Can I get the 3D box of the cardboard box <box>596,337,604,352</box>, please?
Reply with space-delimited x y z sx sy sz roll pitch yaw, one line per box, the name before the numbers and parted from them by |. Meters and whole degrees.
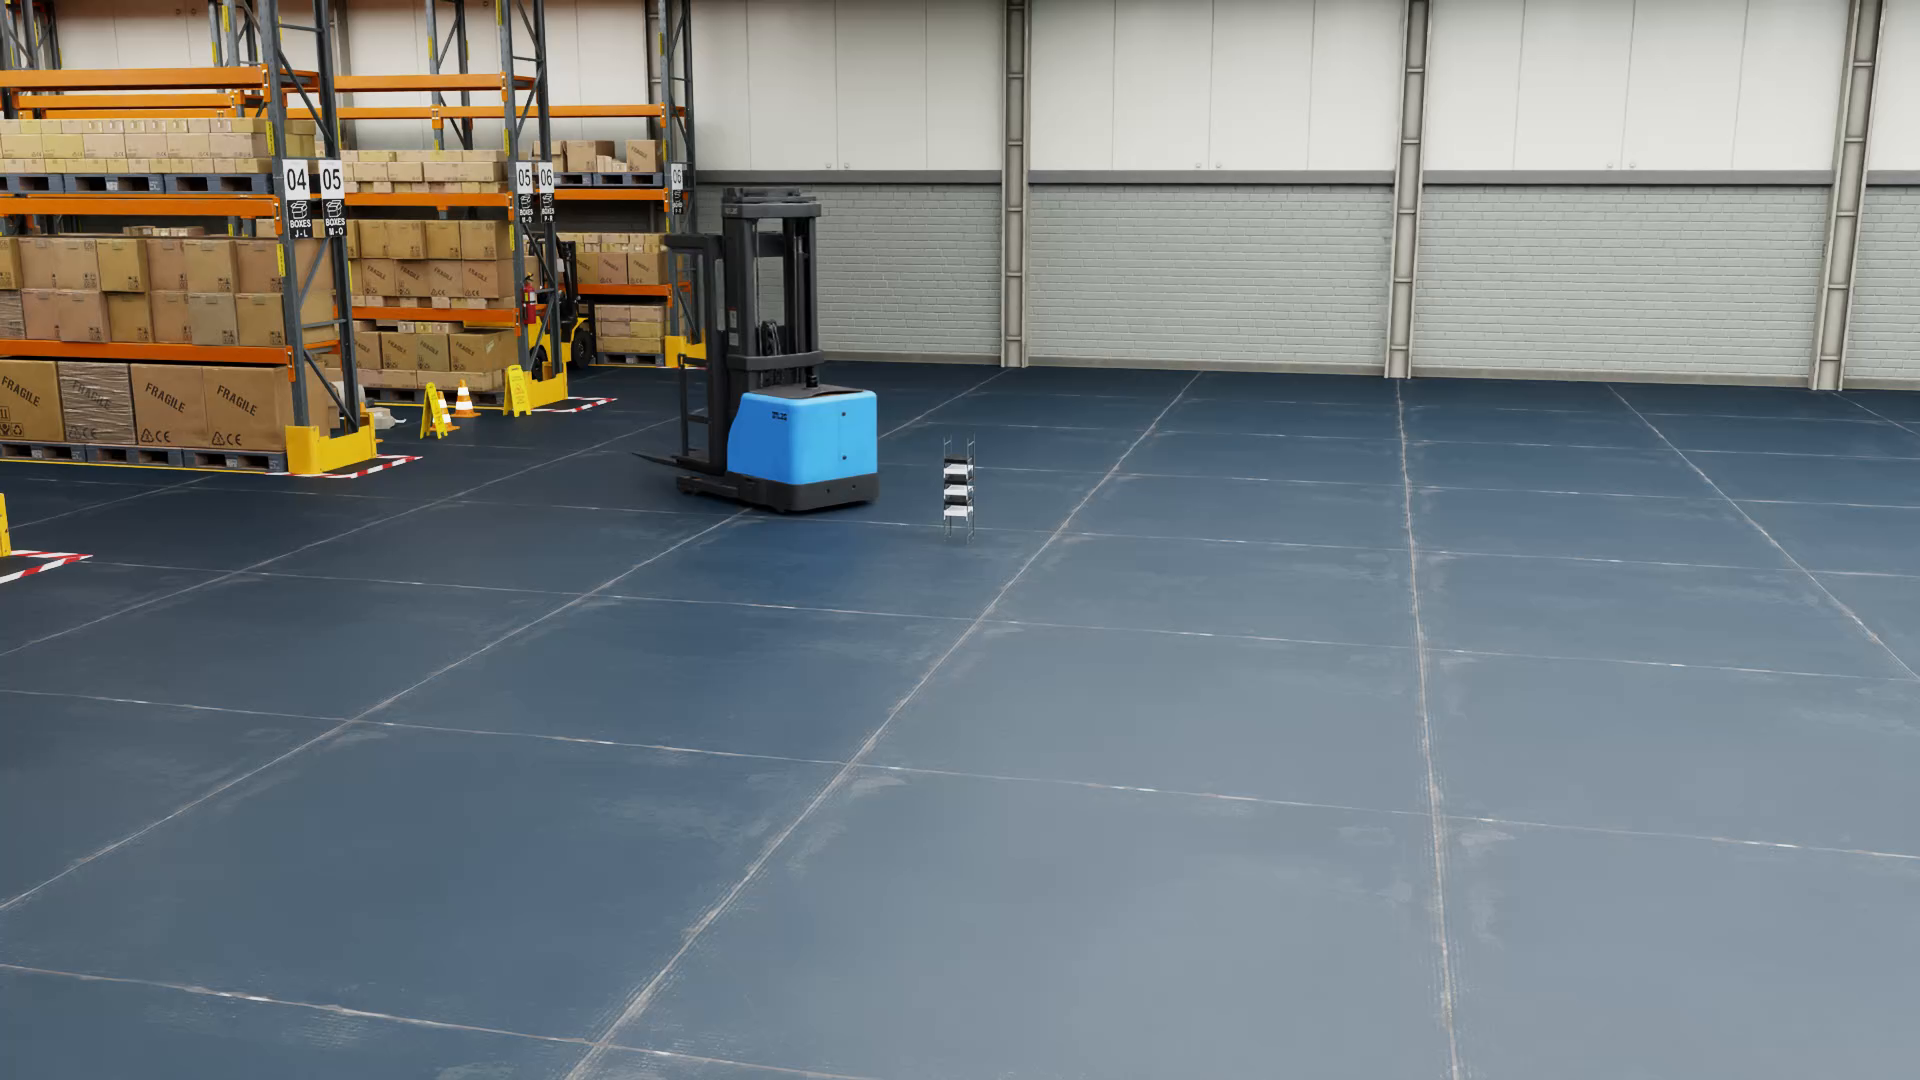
cardboard box | -5.975 -3.240 27.292 0.500 0.250 0.500 3 13 14

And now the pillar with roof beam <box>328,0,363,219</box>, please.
pillar with roof beam | -11.796 -6.925 24.668 0.400 9.000 9.100 3 13 14

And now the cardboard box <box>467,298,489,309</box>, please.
cardboard box | -6.352 -3.162 22.138 0.250 0.149 0.380 3 13 13

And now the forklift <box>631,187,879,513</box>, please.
forklift | -2.142 -1.933 16.178 1.130 2.935 3.031 -12 17 -42

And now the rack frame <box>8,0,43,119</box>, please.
rack frame | -13.432 -6.664 23.494 0.127 3.000 1.000 3 13 14

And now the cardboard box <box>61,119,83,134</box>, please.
cardboard box | -9.128 -4.310 17.349 0.250 0.149 0.380 3 13 13

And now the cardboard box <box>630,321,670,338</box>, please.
cardboard box | -5.027 -3.430 26.994 0.500 0.250 0.500 3 13 13

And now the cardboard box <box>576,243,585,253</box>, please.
cardboard box | -6.134 -4.750 26.989 0.250 0.149 0.380 3 13 14

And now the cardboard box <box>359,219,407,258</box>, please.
cardboard box | -7.674 -4.070 22.429 0.500 0.500 0.700 3 13 13

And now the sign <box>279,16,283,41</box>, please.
sign | -9.400 -7.064 22.959 0.005 0.325 0.100 3 13 14

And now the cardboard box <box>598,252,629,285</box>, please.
cardboard box | -5.521 -4.412 26.964 0.500 0.500 0.500 3 13 15

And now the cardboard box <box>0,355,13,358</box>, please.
cardboard box | -14.083 -2.956 24.569 0.875 0.875 0.875 3 13 13

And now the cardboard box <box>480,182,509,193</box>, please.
cardboard box | -6.078 -4.621 21.793 0.250 0.149 0.380 3 13 14

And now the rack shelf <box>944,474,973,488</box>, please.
rack shelf | -0.008 -0.495 14.126 0.200 0.077 0.258 3 13 14

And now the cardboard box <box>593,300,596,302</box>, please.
cardboard box | -6.365 -3.861 27.781 0.500 0.250 0.500 3 13 12

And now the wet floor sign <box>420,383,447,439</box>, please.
wet floor sign | -6.250 -1.539 19.682 0.232 0.644 0.267 1 13 4

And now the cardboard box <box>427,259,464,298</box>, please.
cardboard box | -6.743 -3.511 22.217 0.500 0.500 0.500 3 13 14

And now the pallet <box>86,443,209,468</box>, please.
pallet | -8.729 -1.001 18.259 1.213 0.211 1.003 3 13 14

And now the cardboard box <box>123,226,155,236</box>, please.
cardboard box | -11.776 -4.425 23.870 0.250 0.149 0.380 2 13 11

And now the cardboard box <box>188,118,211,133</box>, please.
cardboard box | -7.652 -4.231 16.994 0.250 0.149 0.380 3 13 14

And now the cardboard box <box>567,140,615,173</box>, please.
cardboard box | -5.938 -6.177 26.793 0.500 0.500 0.700 3 13 14

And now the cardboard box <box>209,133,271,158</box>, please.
cardboard box | -7.295 -4.031 17.010 0.500 0.250 0.500 3 13 14

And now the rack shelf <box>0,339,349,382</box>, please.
rack shelf | -8.694 -2.026 18.103 4.000 0.370 1.077 3 13 14

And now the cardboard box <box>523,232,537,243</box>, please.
cardboard box | -7.115 -4.955 27.225 0.250 0.149 0.380 3 13 13

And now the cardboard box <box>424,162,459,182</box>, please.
cardboard box | -6.711 -4.855 21.927 0.500 0.250 0.500 3 13 13

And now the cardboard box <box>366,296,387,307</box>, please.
cardboard box | -7.828 -3.246 22.517 0.250 0.149 0.380 3 13 13

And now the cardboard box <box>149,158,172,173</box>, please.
cardboard box | -8.145 -3.868 17.198 0.250 0.149 0.380 3 13 13

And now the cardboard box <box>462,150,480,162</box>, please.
cardboard box | -6.305 -5.028 21.784 0.250 0.149 0.380 3 13 15

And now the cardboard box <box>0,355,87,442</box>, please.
cardboard box | -10.042 -1.602 18.464 0.875 0.875 0.875 3 13 14

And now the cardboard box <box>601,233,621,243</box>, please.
cardboard box | -5.609 -4.892 26.941 0.250 0.149 0.380 3 13 14

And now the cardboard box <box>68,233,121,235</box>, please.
cardboard box | -15.211 -5.142 29.282 0.500 0.500 0.700 3 13 14

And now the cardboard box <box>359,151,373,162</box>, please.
cardboard box | -7.792 -5.110 22.156 0.250 0.149 0.380 3 13 15

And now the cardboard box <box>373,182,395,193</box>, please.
cardboard box | -7.580 -4.692 22.110 0.250 0.149 0.380 3 13 13

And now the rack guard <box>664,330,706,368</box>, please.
rack guard | -4.456 -3.142 27.243 0.348 0.500 1.175 3 13 14

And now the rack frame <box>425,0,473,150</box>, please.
rack frame | -8.363 -7.500 27.264 0.127 3.000 1.000 3 13 14

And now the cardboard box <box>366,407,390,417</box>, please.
cardboard box | -7.421 -1.571 20.973 0.250 0.149 0.380 12 17 43

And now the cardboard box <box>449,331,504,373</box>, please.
cardboard box | -6.505 -2.535 22.384 0.500 0.500 0.500 3 13 14

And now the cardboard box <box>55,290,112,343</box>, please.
cardboard box | -9.240 -2.461 18.056 0.550 0.550 0.875 3 13 14

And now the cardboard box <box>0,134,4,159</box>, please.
cardboard box | -10.229 -4.187 17.716 0.500 0.250 0.500 3 13 14

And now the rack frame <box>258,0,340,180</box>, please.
rack frame | -6.753 -5.203 16.907 0.127 3.000 1.000 3 13 14

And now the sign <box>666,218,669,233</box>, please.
sign | -4.623 -4.931 26.316 0.005 0.325 0.100 3 13 14

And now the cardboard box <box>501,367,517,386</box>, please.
cardboard box | -6.382 -2.283 22.976 0.500 0.250 0.500 3 13 13

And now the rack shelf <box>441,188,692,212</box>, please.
rack shelf | -6.421 -5.581 27.199 4.000 0.370 1.077 3 13 14

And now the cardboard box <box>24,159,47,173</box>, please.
cardboard box | -9.627 -3.947 17.554 0.250 0.149 0.380 3 13 13

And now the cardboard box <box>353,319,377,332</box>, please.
cardboard box | -8.172 -2.927 22.650 0.250 0.149 0.380 4 13 17

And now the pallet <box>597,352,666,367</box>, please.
pallet | -5.232 -3.034 27.419 1.213 0.211 1.003 3 13 14

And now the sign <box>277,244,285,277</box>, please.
sign | -6.896 -2.841 16.895 0.005 0.325 0.100 3 13 14

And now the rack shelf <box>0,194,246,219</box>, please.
rack shelf | -11.490 -4.745 23.429 4.000 0.370 1.077 3 13 14

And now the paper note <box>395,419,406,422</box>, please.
paper note | -7.060 -1.501 20.928 0.142 0.019 0.148 -1 13 -6

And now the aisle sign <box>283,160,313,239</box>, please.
aisle sign | -6.756 -3.476 16.975 0.004 0.787 0.394 3 13 14

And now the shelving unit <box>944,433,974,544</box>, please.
shelving unit | -0.008 -0.440 14.138 0.210 0.900 0.258 3 13 14

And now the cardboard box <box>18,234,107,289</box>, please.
cardboard box | -9.724 -3.051 18.222 0.550 0.550 0.875 3 13 14

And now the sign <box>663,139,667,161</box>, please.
sign | -4.623 -6.109 26.055 0.005 0.325 0.100 3 13 14
